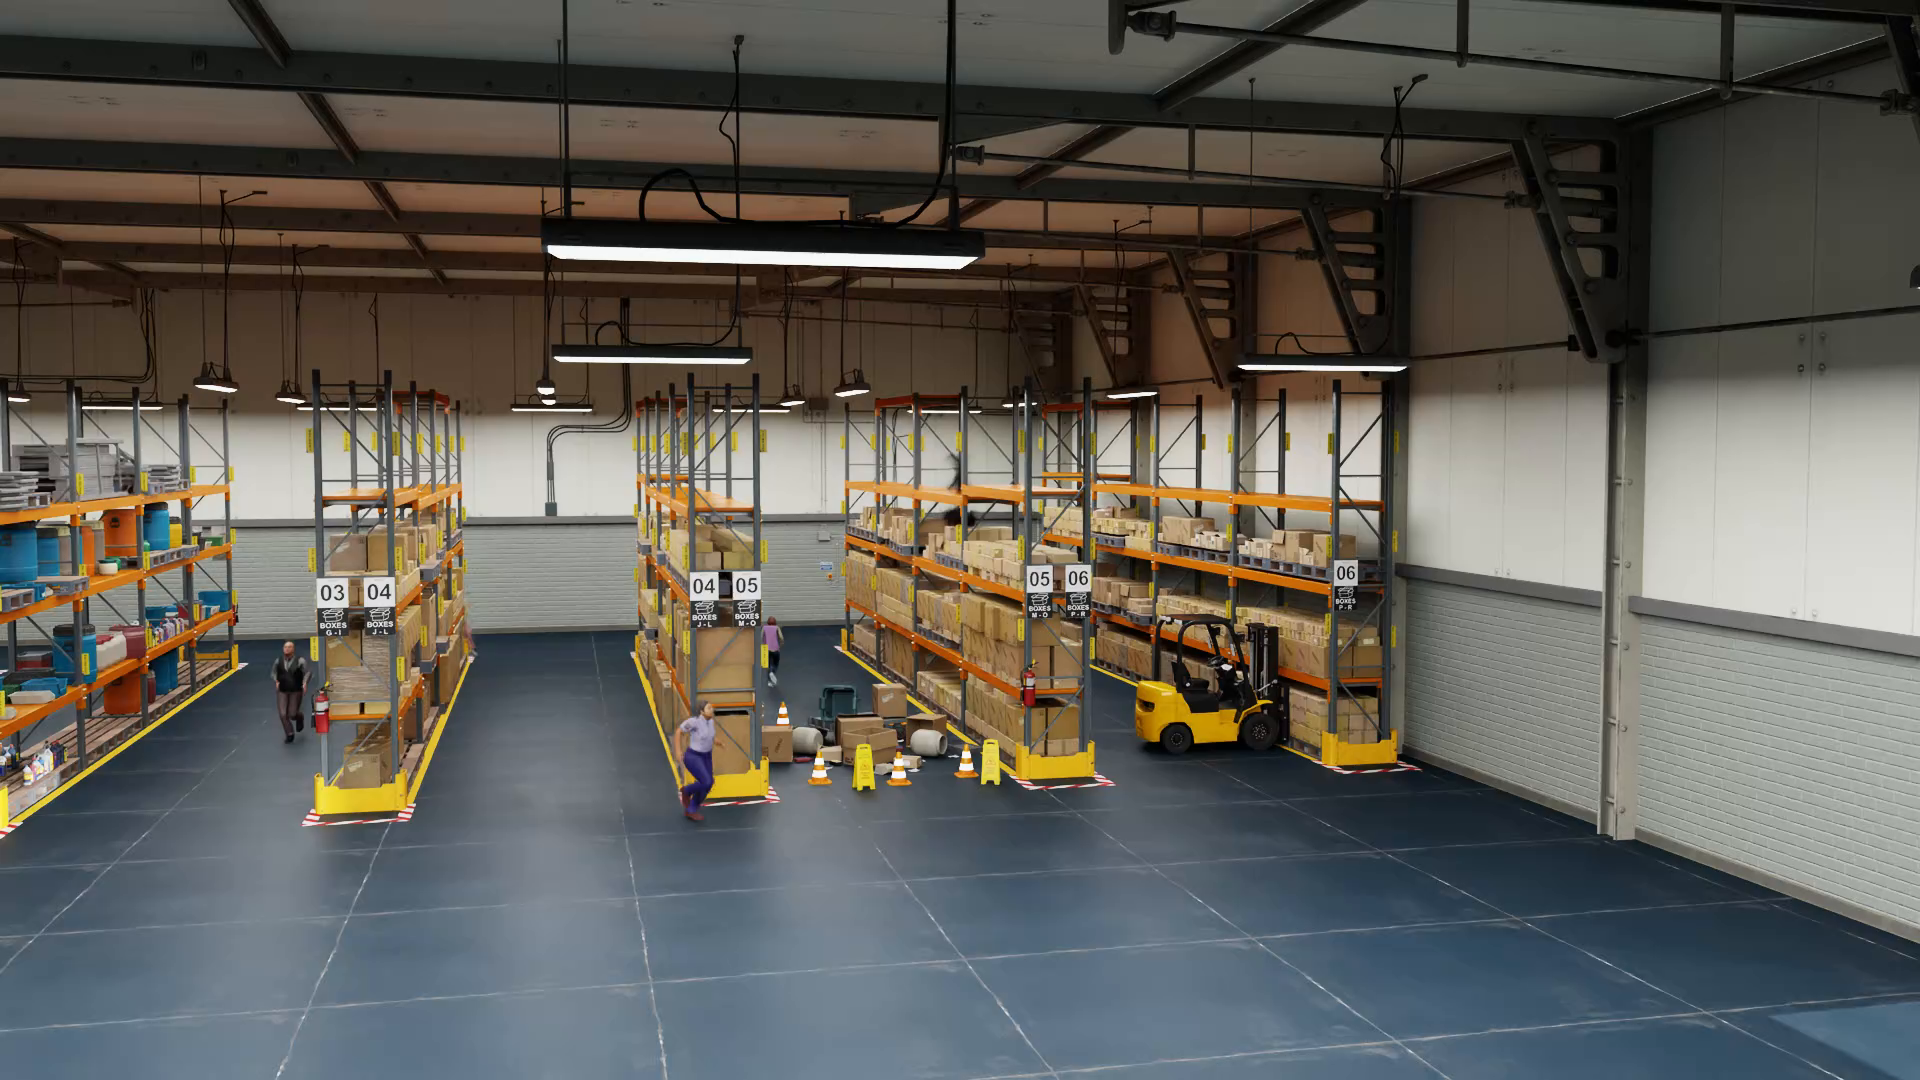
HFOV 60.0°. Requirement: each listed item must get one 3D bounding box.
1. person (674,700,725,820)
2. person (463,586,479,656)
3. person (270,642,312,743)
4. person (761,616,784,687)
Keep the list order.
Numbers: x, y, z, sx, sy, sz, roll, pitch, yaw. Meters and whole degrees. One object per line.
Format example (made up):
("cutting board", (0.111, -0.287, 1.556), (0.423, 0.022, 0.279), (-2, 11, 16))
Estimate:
("person", (-3.418, 2.936, 22.128), (0.605, 1.599, 0.646), (2, 4, 28))
("person", (-11.837, 1.899, 39.537), (0.911, 1.695, 0.592), (1, 3, 10))
("person", (-11.286, 2.555, 28.017), (0.661, 1.682, 0.585), (0, 3, -8))
("person", (-3.902, 2.324, 34.199), (0.556, 1.446, 0.855), (0, 3, -5))
